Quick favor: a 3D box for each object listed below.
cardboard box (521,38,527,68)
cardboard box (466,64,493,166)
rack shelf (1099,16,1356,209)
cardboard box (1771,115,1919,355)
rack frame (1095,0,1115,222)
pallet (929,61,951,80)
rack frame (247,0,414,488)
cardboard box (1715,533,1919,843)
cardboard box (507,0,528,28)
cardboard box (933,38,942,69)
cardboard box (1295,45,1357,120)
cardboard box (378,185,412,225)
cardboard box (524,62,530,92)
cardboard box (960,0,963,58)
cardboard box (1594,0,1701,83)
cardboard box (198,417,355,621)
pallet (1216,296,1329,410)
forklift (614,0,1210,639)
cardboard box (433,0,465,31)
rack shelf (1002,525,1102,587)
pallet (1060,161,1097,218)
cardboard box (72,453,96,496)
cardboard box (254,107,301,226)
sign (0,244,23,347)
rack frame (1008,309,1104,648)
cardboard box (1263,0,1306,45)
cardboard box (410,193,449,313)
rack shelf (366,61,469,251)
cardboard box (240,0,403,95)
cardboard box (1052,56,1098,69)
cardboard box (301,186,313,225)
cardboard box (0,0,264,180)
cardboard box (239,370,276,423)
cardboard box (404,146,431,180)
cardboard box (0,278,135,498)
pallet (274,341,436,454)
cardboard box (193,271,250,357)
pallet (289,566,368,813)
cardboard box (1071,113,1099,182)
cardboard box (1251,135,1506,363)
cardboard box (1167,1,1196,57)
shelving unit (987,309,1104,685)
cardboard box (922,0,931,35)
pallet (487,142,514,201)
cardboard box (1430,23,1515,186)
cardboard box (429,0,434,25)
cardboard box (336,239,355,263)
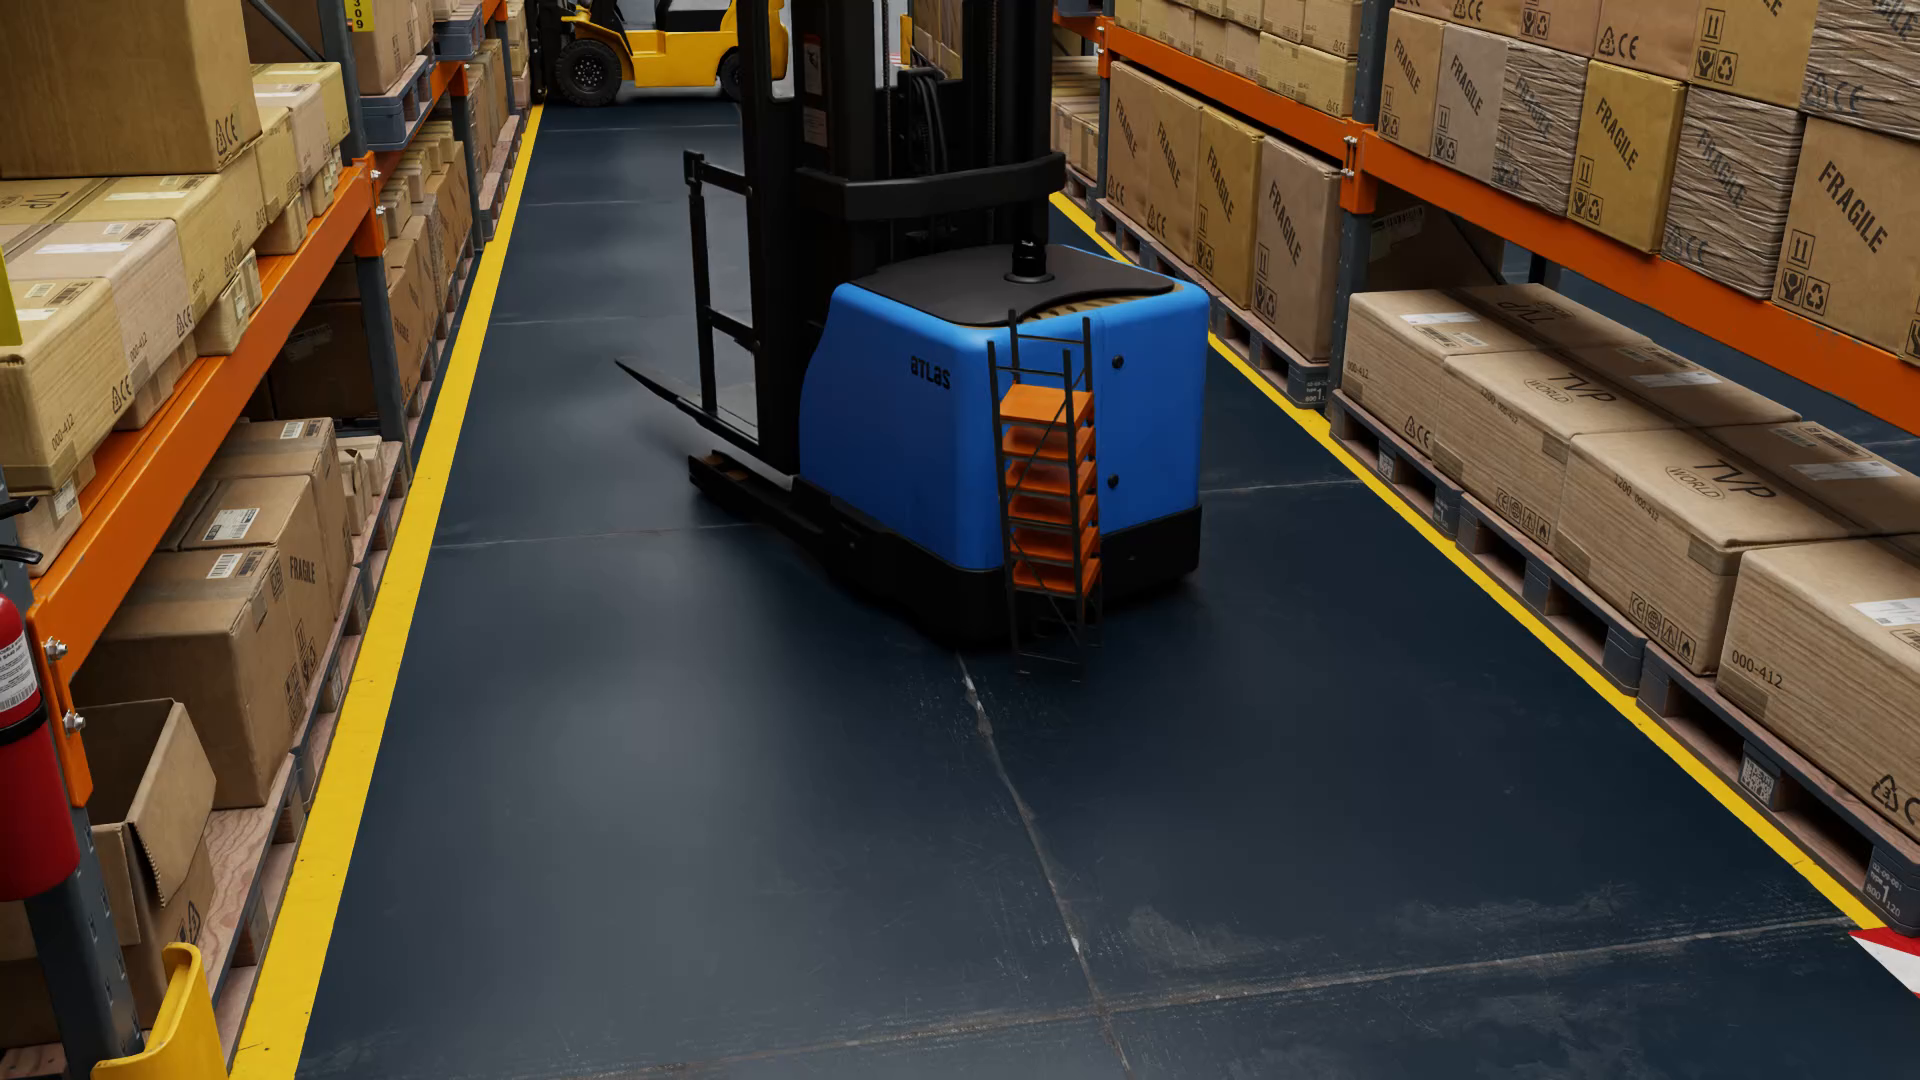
[{"bbox_3d":[-4.090,-4.294,14.621,0.500,0.250,0.500,-4,24,-10],"label":"cardboard box"},{"bbox_3d":[-3.824,-3.020,11.859,0.875,0.625,0.625,-5,24,-12],"label":"cardboard box"},{"bbox_3d":[1.778,-2.401,8.898,1.077,0.370,4.000,-4,24,-10],"label":"rack shelf"},{"bbox_3d":[2.461,-0.785,4.174,0.500,0.500,0.500,-5,24,-11],"label":"cardboard box"},{"bbox_3d":[1.409,-3.517,10.555,1.000,3.000,0.127,-4,24,-10],"label":"rack frame"},{"bbox_3d":[0.281,-4.555,16.416,1.003,0.211,1.213,-4,24,-10],"label":"pallet"},{"bbox_3d":[-2.729,-1.575,6.108,1.000,3.000,0.127,-4,24,-10],"label":"rack frame"},{"bbox_3d":[2.668,0.359,4.357,0.875,0.438,0.875,-5,24,-12],"label":"cardboard box"},{"bbox_3d":[-4.177,-4.722,14.977,0.500,0.250,0.500,-3,24,-8],"label":"cardboard box"},{"bbox_3d":[0.007,-4.843,16.503,0.500,0.250,0.500,-3,24,-6],"label":"cardboard box"},{"bbox_3d":[1.818,-2.033,7.344,0.500,0.250,0.500,-5,24,-11],"label":"cardboard box"},{"bbox_3d":[-2.837,-1.589,7.928,0.380,0.149,0.250,-3,24,-8],"label":"cardboard box"},{"bbox_3d":[-4.082,-4.067,14.726,0.500,0.250,0.500,-5,24,-11],"label":"cardboard box"},{"bbox_3d":[0.296,-4.579,14.961,0.500,0.500,0.500,-5,24,-10],"label":"cardboard box"},{"bbox_3d":[2.260,-1.643,4.889,0.500,0.500,0.500,-4,24,-10],"label":"cardboard box"},{"bbox_3d":[-2.321,-0.044,5.200,0.700,0.500,0.500,-5,24,-12],"label":"cardboard box"},{"bbox_3d":[1.932,-0.964,8.193,1.003,0.211,1.213,-4,24,-10],"label":"pallet"},{"bbox_3d":[-0.425,-1.556,6.150,1.130,2.935,3.031,-16,28,-32],"label":"forklift"},{"bbox_3d":[-3.311,-3.272,10.182,0.500,0.250,0.500,-4,24,-10],"label":"cardboard box"},{"bbox_3d":[0.281,0.031,5.063,0.258,0.103,0.180,9,38,19],"label":"rack shelf"},{"bbox_3d":[1.266,-2.547,11.817,1.003,0.211,1.213,-4,24,-10],"label":"pallet"},{"bbox_3d":[-1.873,-0.133,3.120,0.380,0.149,0.250,-4,24,-8],"label":"cardboard box"},{"bbox_3d":[-2.209,-1.067,4.761,0.500,0.250,0.500,-4,24,-10],"label":"cardboard box"},{"bbox_3d":[-1.456,-0.439,2.425,0.100,0.325,0.005,-4,24,-10],"label":"sign"},{"bbox_3d":[0.300,-0.154,5.034,0.240,1.200,0.006,9,38,19],"label":"rack frame"},{"bbox_3d":[1.728,-2.456,7.687,0.500,0.250,0.500,-4,24,-8],"label":"cardboard box"},{"bbox_3d":[-2.883,-1.439,8.395,0.500,0.500,0.500,-5,24,-12],"label":"cardboard box"},{"bbox_3d":[-3.099,-2.032,8.053,1.077,0.370,4.000,-4,24,-10],"label":"rack shelf"},{"bbox_3d":[-2.599,-2.020,6.478,0.700,0.500,0.500,-4,24,-8],"label":"cardboard box"},{"bbox_3d":[0.768,-3.873,14.128,0.950,0.372,0.625,-4,24,-9],"label":"cardboard box"},{"bbox_3d":[-2.259,-1.047,5.213,0.380,0.149,0.250,-4,24,-8],"label":"cardboard box"},{"bbox_3d":[-2.086,-1.201,4.131,0.500,0.500,0.500,-4,24,-8],"label":"cardboard box"},{"bbox_3d":[-3.111,-0.793,6.917,0.500,0.500,0.500,-4,24,-10],"label":"cardboard box"},{"bbox_3d":[-3.038,-1.998,8.865,0.380,0.149,0.250,-4,24,-8],"label":"cardboard box"},{"bbox_3d":[-1.809,-0.268,2.931,0.500,0.250,0.500,-4,24,-9],"label":"cardboard box"},{"bbox_3d":[-2.917,-0.614,7.393,1.003,0.211,1.213,-4,24,-10],"label":"pallet"},{"bbox_3d":[-1.970,-0.546,4.067,0.380,0.149,0.250,-5,24,-11],"label":"cardboard box"},{"bbox_3d":[-2.374,0.454,4.947,1.003,0.211,1.213,-4,24,-10],"label":"pallet"},{"bbox_3d":[1.314,-2.728,11.508,0.950,0.372,0.625,-6,24,-13],"label":"cardboard box"},{"bbox_3d":[1.955,-1.400,7.839,0.875,0.875,0.875,-4,24,-8],"label":"cardboard box"},{"bbox_3d":[1.456,-2.830,9.169,0.500,0.250,0.500,-4,24,-8],"label":"cardboard box"},{"bbox_3d":[0.268,-0.102,4.967,0.258,1.200,0.189,9,38,19],"label":"shelving unit"},{"bbox_3d":[-0.087,-5.387,16.811,0.500,0.500,0.500,-5,24,-12],"label":"cardboard box"},{"bbox_3d":[-3.805,-2.676,12.113,1.003,0.211,1.213,-4,24,-10],"label":"pallet"},{"bbox_3d":[2.067,-1.587,6.012,0.500,0.500,0.500,-4,24,-9],"label":"cardboard box"},{"bbox_3d":[-2.985,-2.760,8.167,0.797,0.503,0.637,-5,24,-11],"label":"cardboard box"},{"bbox_3d":[-2.593,-1.212,6.693,0.380,0.149,0.250,-5,24,-11],"label":"cardboard box"}]
